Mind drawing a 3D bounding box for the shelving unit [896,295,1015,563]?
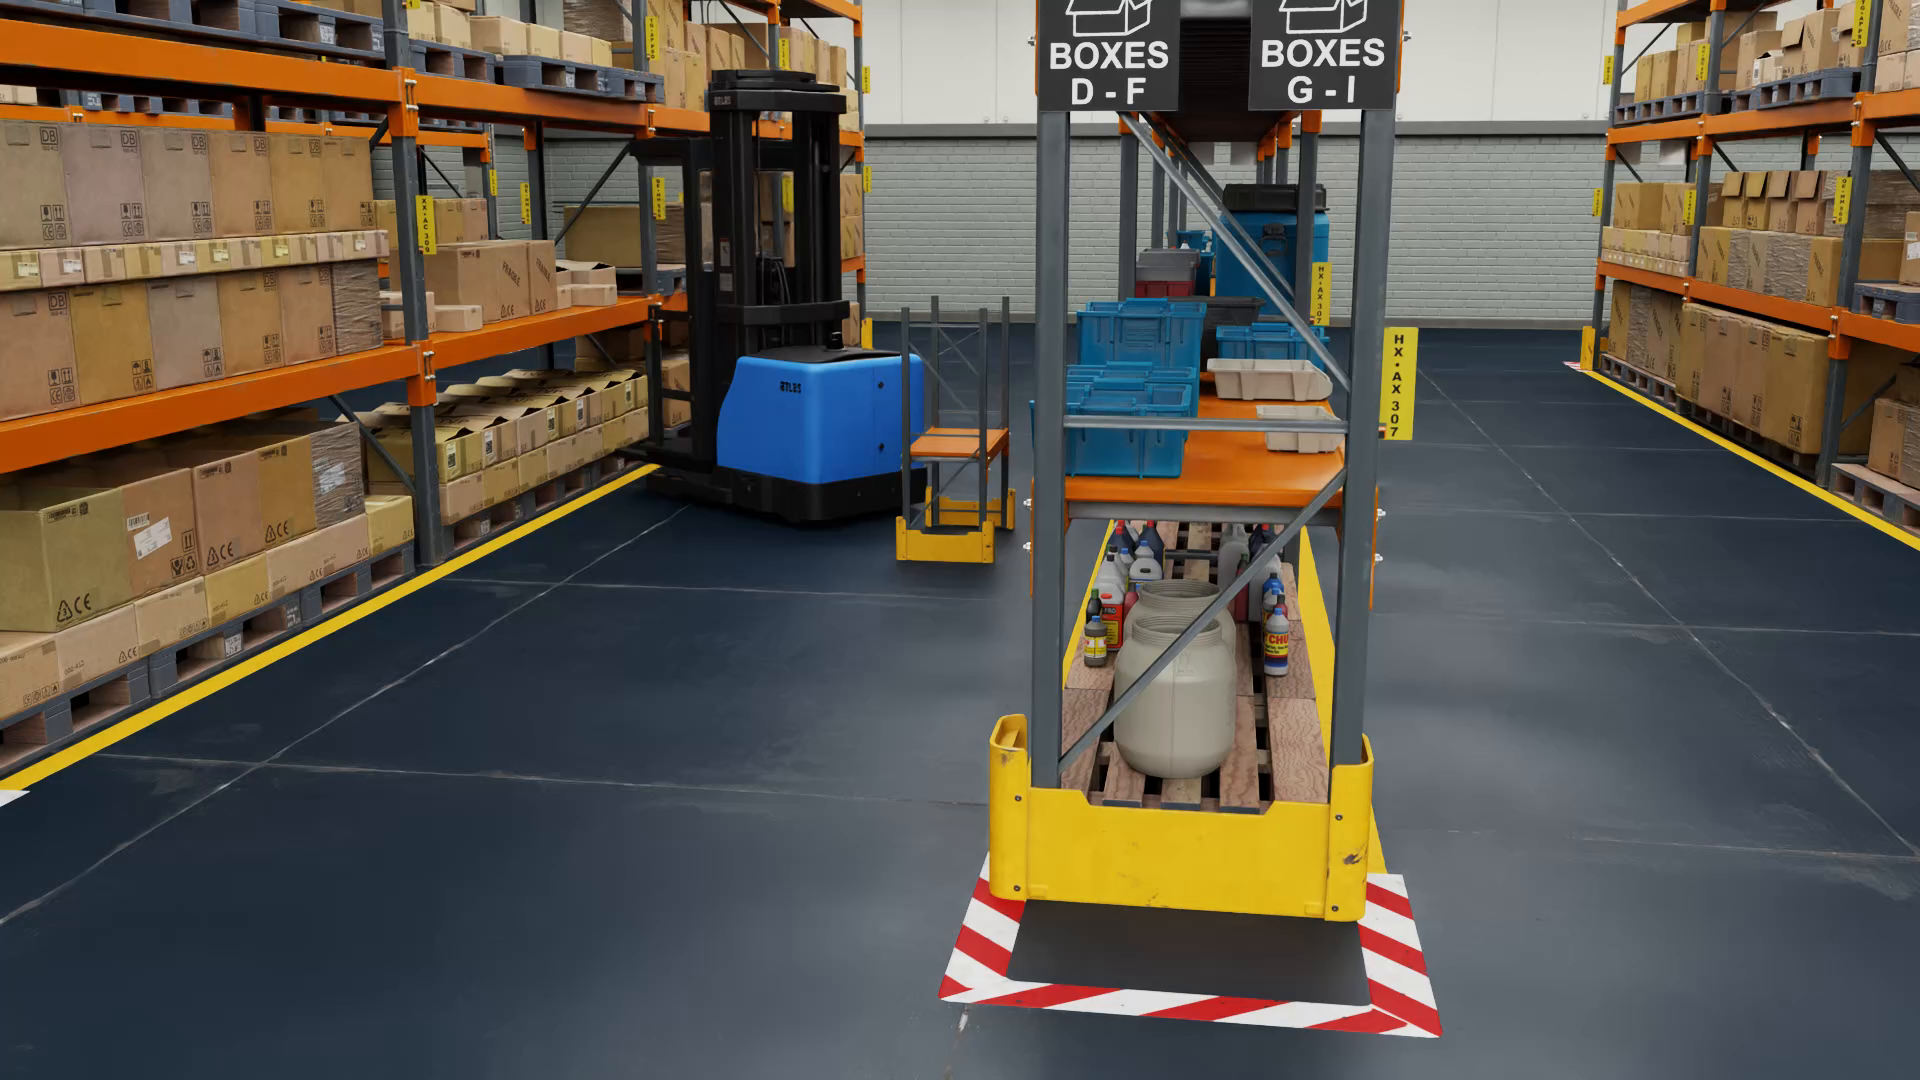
[{"bbox_3d":[-0.012,-0.717,10.262,0.587,1.500,1.083,2,12,9],"label":"shelving unit"}]

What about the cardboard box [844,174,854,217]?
[{"bbox_3d":[-1.583,-4.158,20.058,0.500,0.500,0.500,2,12,10],"label":"cardboard box"}]

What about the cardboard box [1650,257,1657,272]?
[{"bbox_3d":[7.344,-2.839,17.141,0.380,0.149,0.250,2,12,10],"label":"cardboard box"}]

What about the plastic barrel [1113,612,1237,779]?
[{"bbox_3d":[0.749,0.536,5.795,0.421,0.512,0.421,0,12,0],"label":"plastic barrel"}]

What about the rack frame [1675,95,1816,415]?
[{"bbox_3d":[7.463,-2.673,15.777,1.000,3.000,0.127,2,12,9],"label":"rack frame"}]

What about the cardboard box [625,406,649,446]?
[{"bbox_3d":[-2.780,-0.906,13.107,0.500,0.250,0.500,2,12,10],"label":"cardboard box"}]

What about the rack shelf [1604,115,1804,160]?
[{"bbox_3d":[7.771,-4.204,17.468,1.077,0.370,4.000,2,12,9],"label":"rack shelf"}]

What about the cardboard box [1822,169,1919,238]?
[{"bbox_3d":[6.976,-2.531,12.501,0.797,0.503,0.637,2,12,11],"label":"cardboard box"}]

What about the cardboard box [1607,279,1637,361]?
[{"bbox_3d":[8.059,-2.537,19.190,0.875,0.875,0.875,2,12,9],"label":"cardboard box"}]

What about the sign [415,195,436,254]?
[{"bbox_3d":[-3.007,-1.774,9.361,0.100,0.325,0.005,2,12,9],"label":"sign"}]

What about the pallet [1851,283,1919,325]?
[{"bbox_3d":[6.843,-1.595,11.229,1.213,0.211,1.003,2,12,9],"label":"pallet"}]

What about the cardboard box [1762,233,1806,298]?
[{"bbox_3d":[6.838,-2.212,13.399,0.500,0.500,0.500,1,12,7],"label":"cardboard box"}]

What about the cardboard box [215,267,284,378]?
[{"bbox_3d":[-3.773,-1.071,8.108,0.700,0.500,0.500,2,12,9],"label":"cardboard box"}]

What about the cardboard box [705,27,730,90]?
[{"bbox_3d":[-2.556,-4.522,15.764,0.600,0.600,0.600,2,12,8],"label":"cardboard box"}]

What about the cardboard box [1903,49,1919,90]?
[{"bbox_3d":[6.445,-3.037,10.701,0.500,0.250,0.500,2,12,10],"label":"cardboard box"}]

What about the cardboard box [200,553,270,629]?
[{"bbox_3d":[-3.636,0.225,7.857,0.500,0.250,0.500,2,12,9],"label":"cardboard box"}]

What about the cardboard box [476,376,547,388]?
[{"bbox_3d":[-3.383,-1.088,12.622,0.500,0.311,0.500,2,12,7],"label":"cardboard box"}]

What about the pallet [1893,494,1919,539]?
[{"bbox_3d":[6.536,-0.061,10.277,1.003,0.211,1.213,2,12,9],"label":"pallet"}]

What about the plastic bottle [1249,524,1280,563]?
[{"bbox_3d":[1.495,0.095,8.176,0.144,0.351,0.185,1,12,6],"label":"plastic bottle"}]

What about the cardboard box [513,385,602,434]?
[{"bbox_3d":[-2.931,-0.967,12.059,0.500,0.311,0.500,2,12,8],"label":"cardboard box"}]

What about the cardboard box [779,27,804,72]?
[{"bbox_3d":[-2.071,-5.201,17.775,0.700,0.500,0.500,2,12,9],"label":"cardboard box"}]

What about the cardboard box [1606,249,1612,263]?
[{"bbox_3d":[7.659,-3.266,19.126,0.380,0.149,0.250,2,12,8],"label":"cardboard box"}]

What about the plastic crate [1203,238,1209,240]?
[{"bbox_3d":[2.720,-3.436,19.572,0.416,0.233,0.300,2,12,9],"label":"plastic crate"}]

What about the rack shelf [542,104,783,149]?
[{"bbox_3d":[-2.633,-3.693,15.098,1.077,0.370,4.000,2,12,9],"label":"rack shelf"}]

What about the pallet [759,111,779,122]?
[{"bbox_3d":[-2.495,-4.236,16.354,1.213,0.211,1.003,2,12,9],"label":"pallet"}]

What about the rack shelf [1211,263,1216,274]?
[{"bbox_3d":[2.877,-2.898,18.529,1.077,0.370,4.000,2,12,9],"label":"rack shelf"}]

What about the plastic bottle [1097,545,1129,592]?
[{"bbox_3d":[0.710,0.194,7.717,0.144,0.351,0.185,2,12,8],"label":"plastic bottle"}]

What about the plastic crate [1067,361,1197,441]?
[{"bbox_3d":[0.610,-0.512,6.101,0.499,0.251,0.408,2,12,9],"label":"plastic crate"}]

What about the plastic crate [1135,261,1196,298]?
[{"bbox_3d":[1.111,-1.310,9.301,0.402,0.464,0.583,2,12,9],"label":"plastic crate"}]

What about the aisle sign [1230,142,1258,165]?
[{"bbox_3d":[3.485,-4.943,20.137,0.394,0.787,0.004,2,12,9],"label":"aisle sign"}]

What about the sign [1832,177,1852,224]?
[{"bbox_3d":[6.299,-2.424,11.871,0.100,0.325,0.005,2,12,9],"label":"sign"}]

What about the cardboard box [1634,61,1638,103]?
[{"bbox_3d":[8.051,-5.165,18.749,0.700,0.500,0.500,1,12,5],"label":"cardboard box"}]

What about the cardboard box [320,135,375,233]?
[{"bbox_3d":[-3.617,-1.920,8.966,0.700,0.500,0.500,2,12,9],"label":"cardboard box"}]

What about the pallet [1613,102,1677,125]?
[{"bbox_3d":[7.974,-4.774,18.616,1.003,0.211,1.213,2,12,9],"label":"pallet"}]

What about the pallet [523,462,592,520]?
[{"bbox_3d":[-3.295,-0.376,11.735,1.003,0.211,1.213,2,12,9],"label":"pallet"}]

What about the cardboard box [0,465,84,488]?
[{"bbox_3d":[-4.243,-0.054,7.376,0.500,0.500,0.500,2,12,9],"label":"cardboard box"}]

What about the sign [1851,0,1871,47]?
[{"bbox_3d":[6.301,-3.618,11.626,0.100,0.325,0.005,2,12,9],"label":"sign"}]

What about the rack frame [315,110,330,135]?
[{"bbox_3d":[-7.220,-3.155,18.011,1.000,3.000,0.127,2,12,9],"label":"rack frame"}]

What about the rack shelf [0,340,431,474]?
[{"bbox_3d":[-3.863,-0.561,7.686,1.077,0.370,4.000,2,12,9],"label":"rack shelf"}]

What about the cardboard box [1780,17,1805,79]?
[{"bbox_3d":[7.141,-3.988,13.518,0.797,0.503,0.637,2,12,8],"label":"cardboard box"}]

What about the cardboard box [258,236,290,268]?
[{"bbox_3d":[-3.544,-1.420,8.186,0.380,0.149,0.250,2,12,8],"label":"cardboard box"}]

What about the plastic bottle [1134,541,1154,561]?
[{"bbox_3d":[0.901,0.139,8.160,0.097,0.271,0.097,0,12,0],"label":"plastic bottle"}]

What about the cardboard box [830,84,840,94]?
[{"bbox_3d":[-1.694,-5.142,19.281,0.500,0.250,0.500,2,12,9],"label":"cardboard box"}]

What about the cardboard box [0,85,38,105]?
[{"bbox_3d":[-7.679,-3.596,13.102,0.500,0.311,0.500,2,12,9],"label":"cardboard box"}]

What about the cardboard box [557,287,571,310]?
[{"bbox_3d":[-3.081,-1.772,12.192,0.380,0.149,0.250,3,12,13],"label":"cardboard box"}]

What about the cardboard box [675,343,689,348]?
[{"bbox_3d":[-2.356,-1.563,15.515,0.500,0.500,0.500,1,12,7],"label":"cardboard box"}]

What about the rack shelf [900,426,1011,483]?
[{"bbox_3d":[-0.013,-0.540,10.291,0.538,0.185,1.000,2,12,9],"label":"rack shelf"}]

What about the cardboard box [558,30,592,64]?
[{"bbox_3d":[-3.017,-3.554,12.106,0.500,0.250,0.500,2,12,10],"label":"cardboard box"}]

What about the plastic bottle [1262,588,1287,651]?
[{"bbox_3d":[1.363,0.344,7.207,0.097,0.271,0.097,0,12,0],"label":"plastic bottle"}]

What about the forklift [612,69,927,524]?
[{"bbox_3d":[-1.610,-1.784,11.814,1.130,2.935,3.031,-12,17,-43],"label":"forklift"}]

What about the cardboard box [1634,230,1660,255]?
[{"bbox_3d":[7.508,-3.165,17.709,0.500,0.250,0.500,2,12,8],"label":"cardboard box"}]

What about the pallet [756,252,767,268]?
[{"bbox_3d":[-2.556,-2.738,16.535,1.003,0.211,1.213,2,12,9],"label":"pallet"}]

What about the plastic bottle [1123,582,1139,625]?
[{"bbox_3d":[0.744,0.332,7.234,0.061,0.283,0.133,2,12,9],"label":"plastic bottle"}]

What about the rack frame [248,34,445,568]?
[{"bbox_3d":[-3.555,-1.329,9.542,1.000,3.000,0.127,2,12,9],"label":"rack frame"}]
